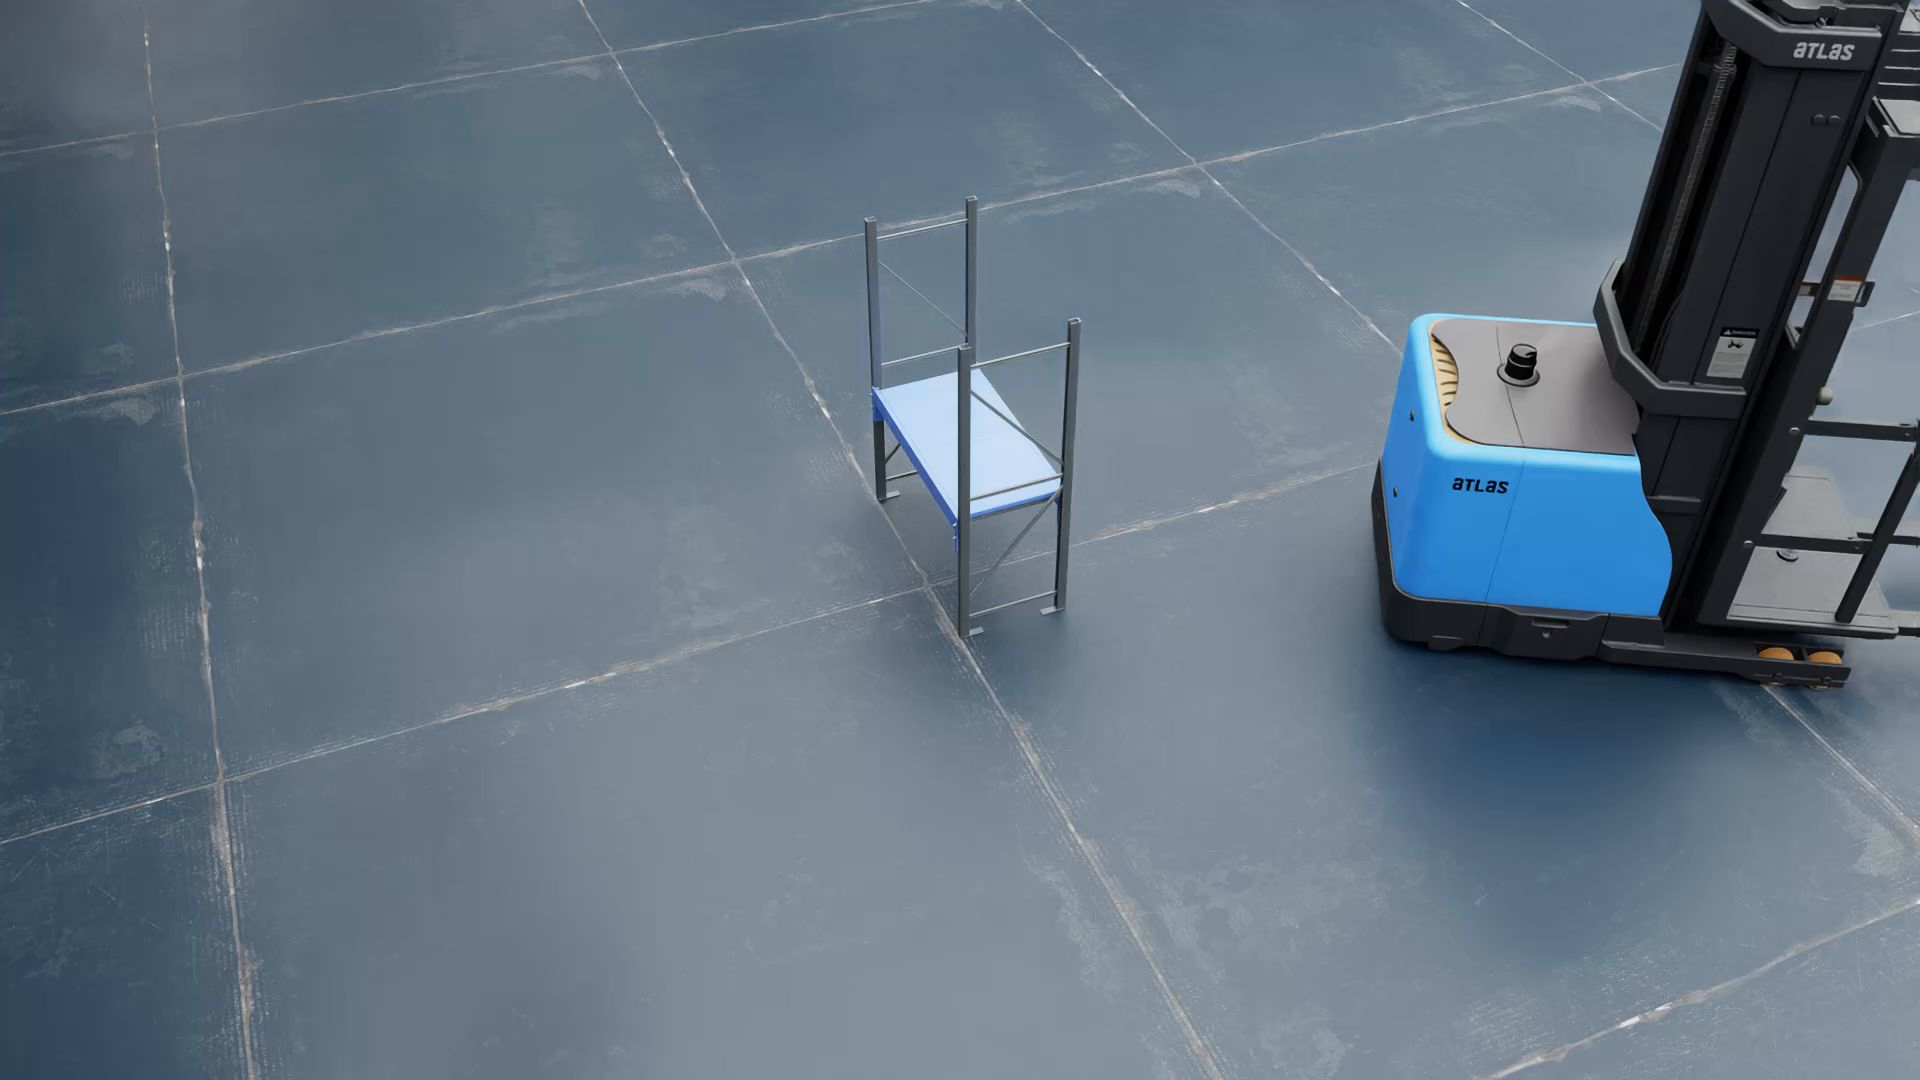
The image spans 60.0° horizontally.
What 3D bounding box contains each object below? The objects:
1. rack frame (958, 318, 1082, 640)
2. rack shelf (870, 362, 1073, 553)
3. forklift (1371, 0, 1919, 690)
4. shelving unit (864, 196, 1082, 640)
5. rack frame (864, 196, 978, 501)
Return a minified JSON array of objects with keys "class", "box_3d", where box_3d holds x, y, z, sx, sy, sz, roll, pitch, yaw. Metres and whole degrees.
[{"class":"rack frame","box_3d":[0.227,-0.211,6.764,0.500,1.500,0.032,-15,43,-17]},{"class":"rack shelf","box_3d":[0.033,-0.381,7.237,0.538,0.185,1.000,-15,43,-17]},{"class":"forklift","box_3d":[3.374,-0.854,6.414,3.031,2.935,1.130,5,41,5]},{"class":"shelving unit","box_3d":[0.033,-0.517,7.120,0.538,1.500,1.048,-15,43,-17]},{"class":"rack frame","box_3d":[-0.162,-0.823,7.476,0.500,1.500,0.032,-15,43,-17]}]
